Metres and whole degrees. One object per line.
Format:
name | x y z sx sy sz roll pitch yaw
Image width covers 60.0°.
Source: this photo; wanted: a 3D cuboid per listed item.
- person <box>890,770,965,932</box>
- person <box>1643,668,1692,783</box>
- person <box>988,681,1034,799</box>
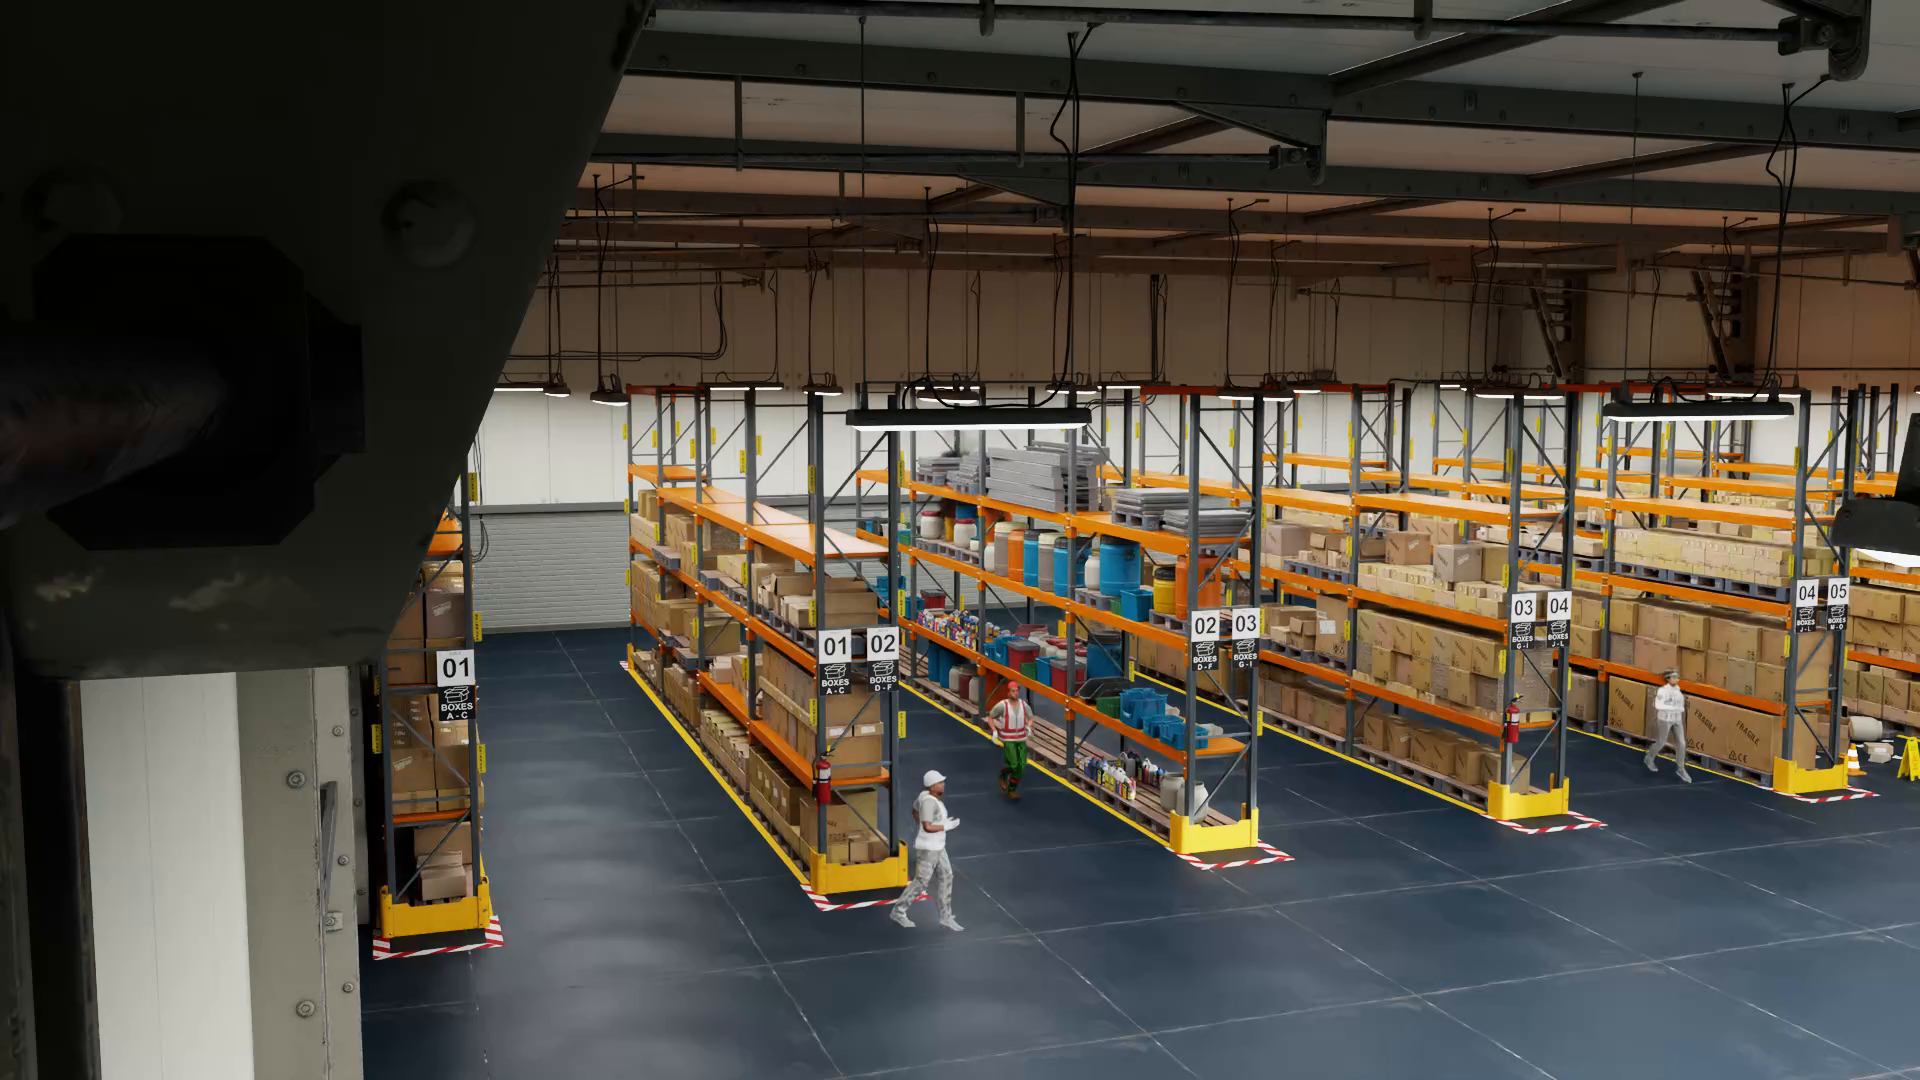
person | -0.358 3.509 18.770 0.838 1.826 0.672 1 6 7
person | 10.952 2.821 25.726 0.604 1.729 0.854 -2 6 -20
person | 0.801 2.946 24.416 0.665 1.737 0.582 -2 6 -21
